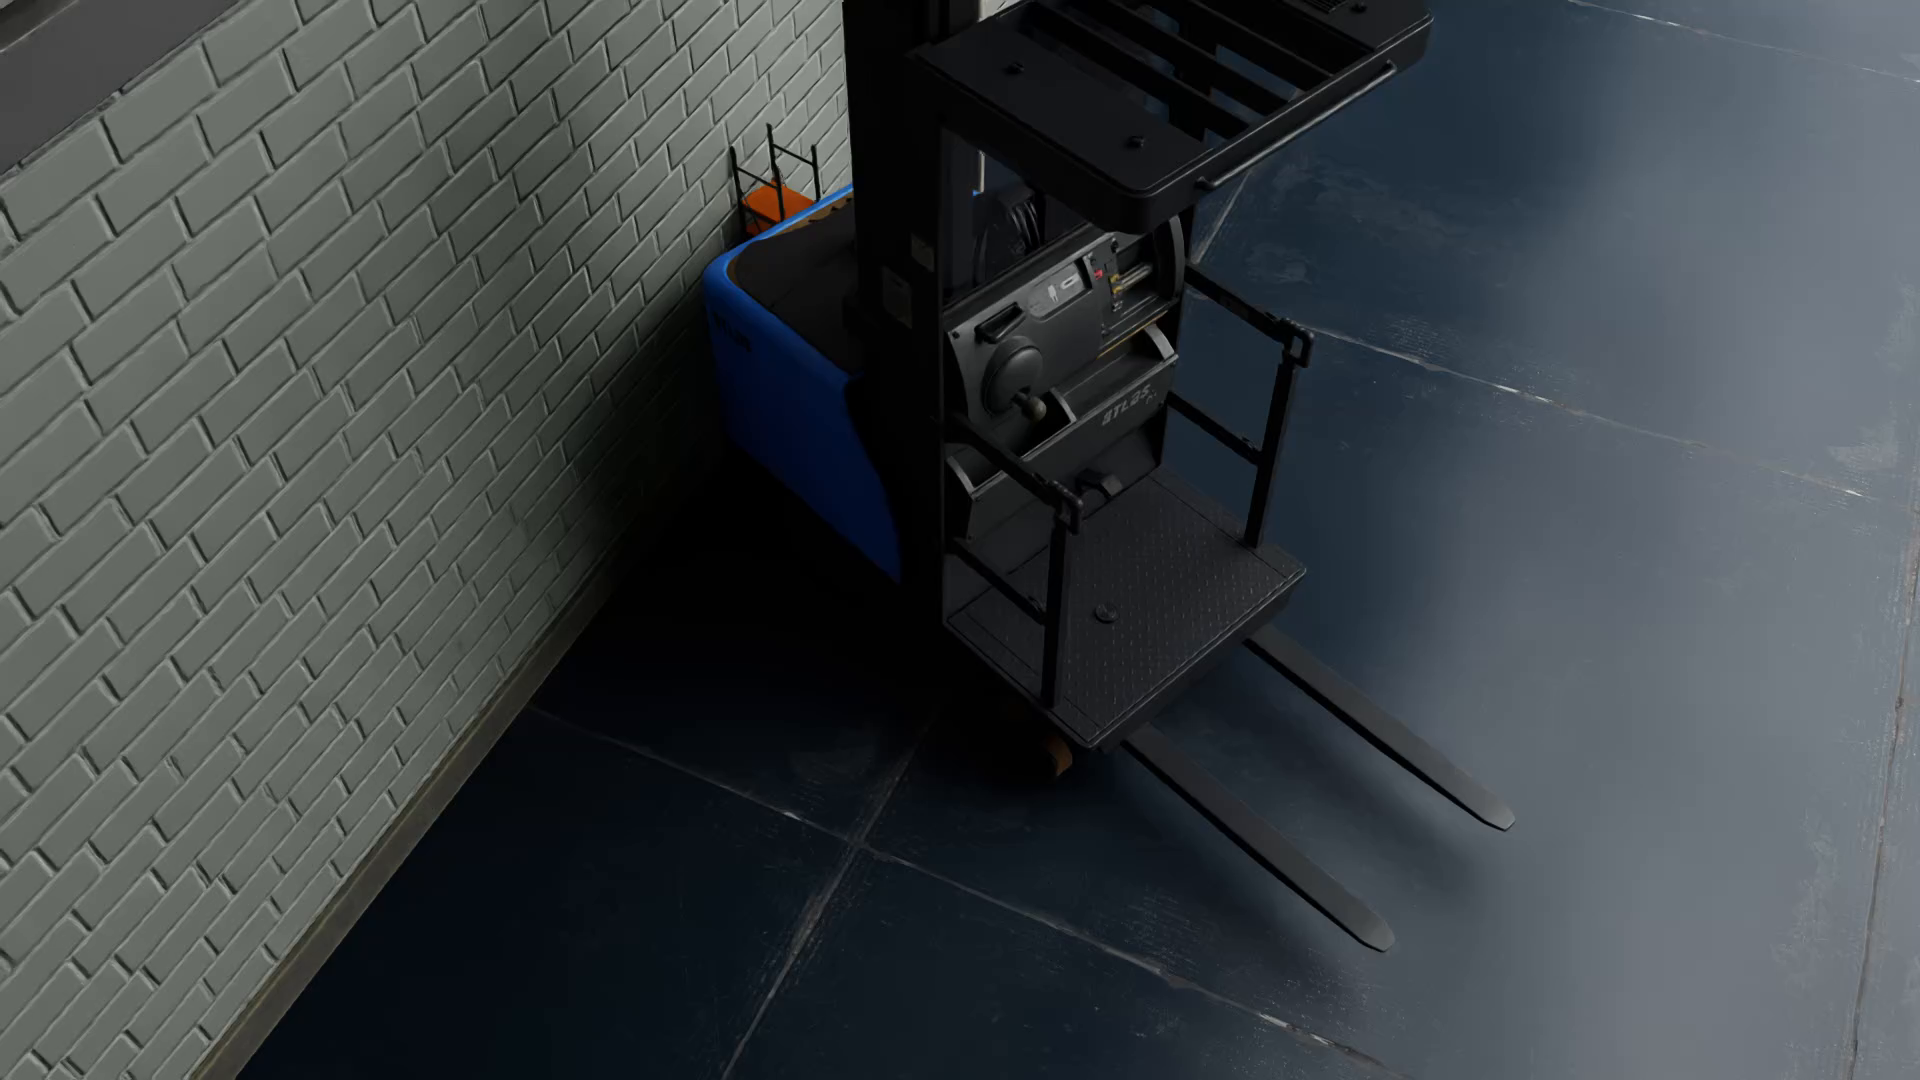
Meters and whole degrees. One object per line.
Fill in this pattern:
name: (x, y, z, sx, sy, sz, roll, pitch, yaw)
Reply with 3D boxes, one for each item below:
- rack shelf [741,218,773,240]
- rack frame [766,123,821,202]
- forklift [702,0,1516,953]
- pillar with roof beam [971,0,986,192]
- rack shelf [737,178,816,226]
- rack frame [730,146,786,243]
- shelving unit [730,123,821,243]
rack shelf: (-0.649, -1.108, 6.135, 0.258, 0.103, 0.180, 31, 55, 26)
rack frame: (-0.587, -1.027, 6.326, 0.240, 1.200, 0.006, 31, 55, 26)
forklift: (0.474, -0.604, 4.839, 1.130, 2.935, 3.031, -35, 58, -26)
pillar with roof beam: (3.776, -2.978, 2.875, 9.100, 9.000, 0.400, 20, 52, 16)
rack shelf: (-0.652, -1.189, 6.047, 0.258, 0.103, 0.180, 31, 55, 26)
rack frame: (-0.704, -0.922, 6.232, 0.240, 1.200, 0.006, 31, 55, 26)
shelving unit: (-0.646, -0.975, 6.279, 0.258, 1.200, 0.189, 31, 55, 26)
